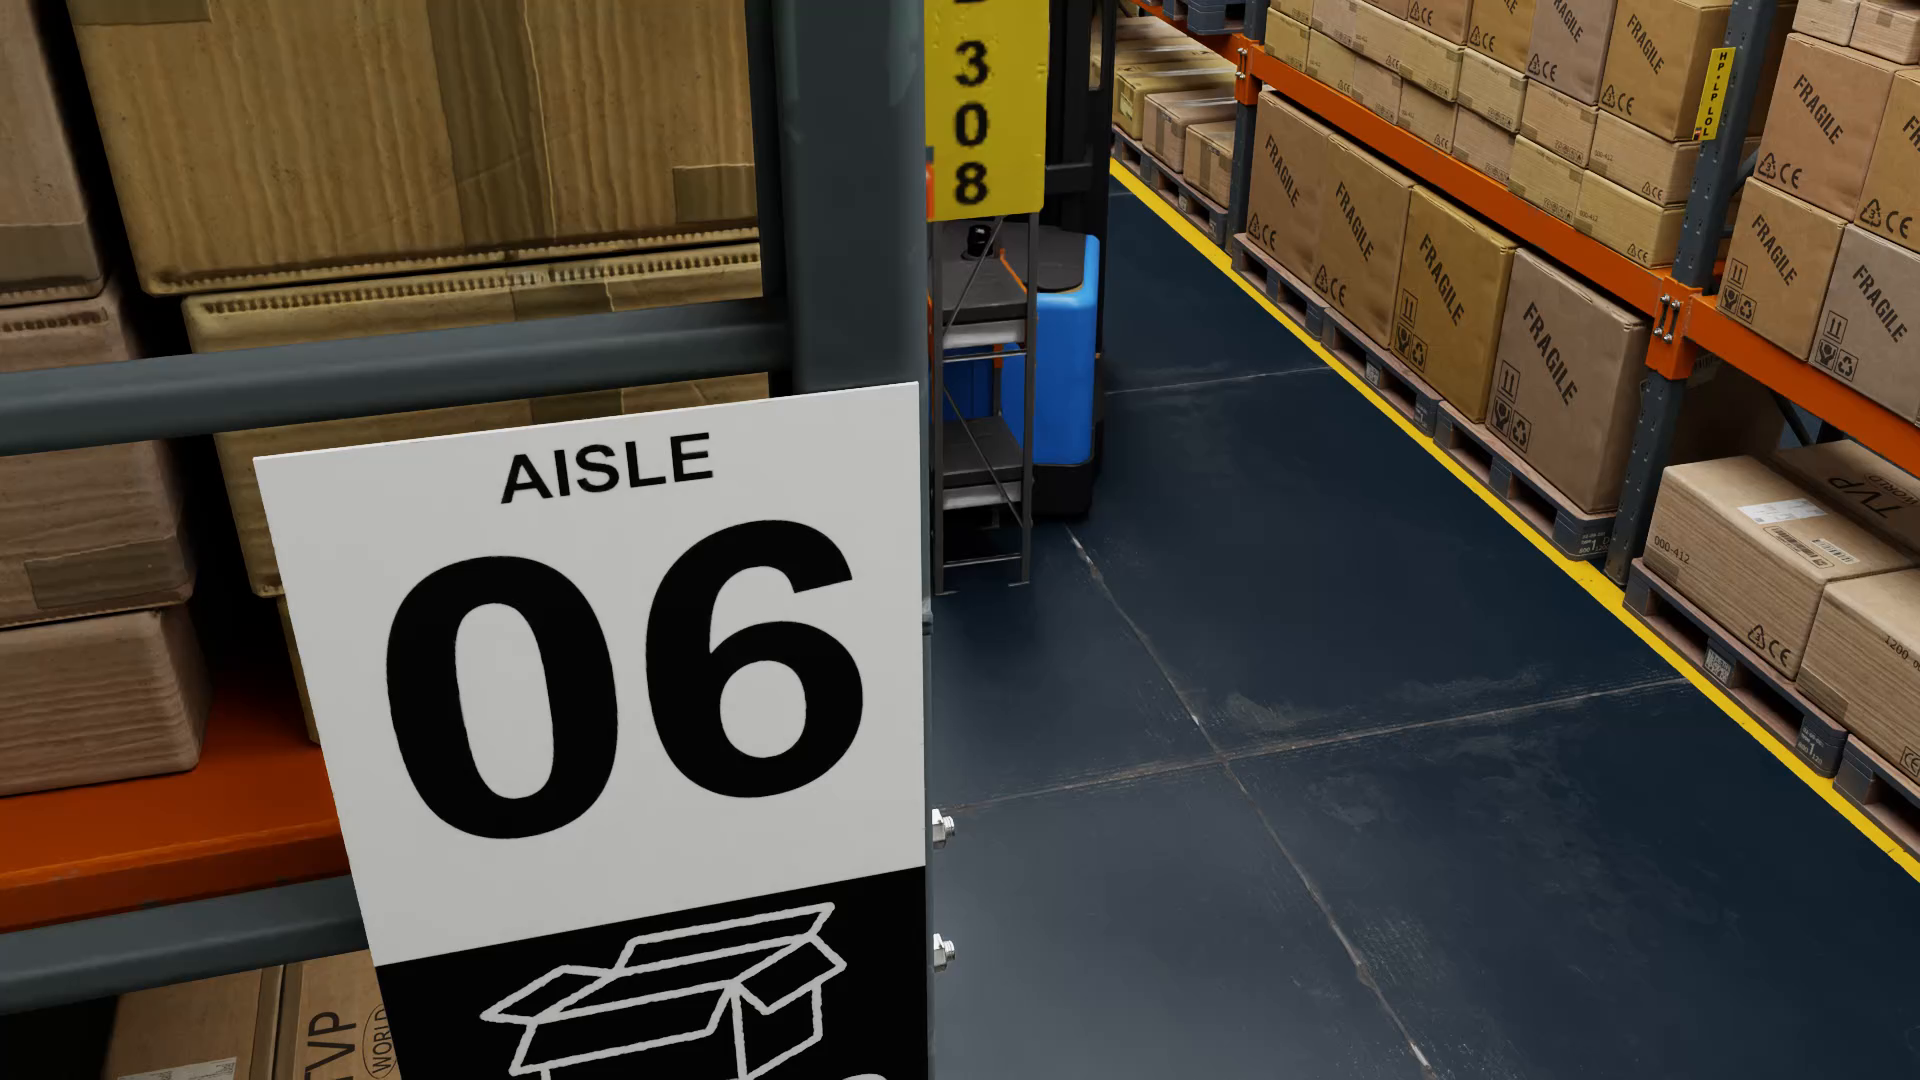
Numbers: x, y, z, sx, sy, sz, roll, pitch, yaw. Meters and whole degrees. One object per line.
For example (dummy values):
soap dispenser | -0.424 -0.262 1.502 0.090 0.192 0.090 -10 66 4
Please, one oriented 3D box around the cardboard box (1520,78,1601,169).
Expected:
cardboard box | 2.714 -1.767 6.959 0.500 0.250 0.500 -7 31 -12

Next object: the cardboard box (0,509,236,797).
cardboard box | -0.825 0.086 1.364 0.380 0.149 0.250 -7 31 -12

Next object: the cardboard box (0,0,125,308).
cardboard box | -0.905 -0.357 1.231 0.500 0.250 0.500 -9 31 -15

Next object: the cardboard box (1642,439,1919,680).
cardboard box | 3.269 0.050 6.307 0.875 0.438 0.875 -8 31 -14

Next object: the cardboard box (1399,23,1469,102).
cardboard box | 2.419 -2.261 7.813 0.500 0.250 0.500 -7 31 -12

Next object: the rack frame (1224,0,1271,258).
rack frame | 2.144 -3.126 9.657 1.000 3.000 0.127 -8 31 -13

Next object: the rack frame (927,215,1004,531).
rack frame | -0.023 -0.938 6.773 0.400 2.100 0.015 -7 31 -12

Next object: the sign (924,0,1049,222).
sign | 0.006 -0.349 0.993 0.100 0.325 0.005 -8 31 -13

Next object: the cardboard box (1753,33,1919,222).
cardboard box | 3.098 -1.408 5.591 0.500 0.500 0.500 -8 31 -13

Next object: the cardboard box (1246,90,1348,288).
cardboard box | 2.247 -2.044 9.489 0.875 0.875 0.875 -8 31 -14

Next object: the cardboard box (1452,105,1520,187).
cardboard box | 2.594 -1.805 7.524 0.500 0.250 0.500 -9 31 -15

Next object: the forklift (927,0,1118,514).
forklift | 0.186 -2.093 7.940 1.130 2.935 3.031 3 30 4

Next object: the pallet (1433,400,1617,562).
pallet | 2.928 -0.350 7.644 1.003 0.211 1.213 -8 31 -13

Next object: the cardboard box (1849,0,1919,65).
cardboard box | 3.123 -1.643 5.348 0.380 0.149 0.250 -7 31 -13

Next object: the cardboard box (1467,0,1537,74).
cardboard box | 2.585 -2.349 7.217 0.500 0.500 0.500 -7 31 -12

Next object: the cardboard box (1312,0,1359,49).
cardboard box | 2.176 -2.751 8.658 0.500 0.250 0.500 -7 31 -12

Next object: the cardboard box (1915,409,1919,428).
cardboard box | 3.333 -0.492 5.005 0.500 0.500 0.500 -8 31 -13

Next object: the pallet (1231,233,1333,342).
pallet | 2.280 -1.529 9.680 1.003 0.211 1.213 -8 31 -13

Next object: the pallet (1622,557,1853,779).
pallet | 3.332 0.390 6.365 1.003 0.211 1.213 -8 31 -13

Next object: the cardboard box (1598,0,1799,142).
cardboard box | 2.845 -1.853 6.359 0.500 0.500 0.500 -7 31 -12

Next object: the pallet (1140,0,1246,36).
pallet | 1.852 -3.373 10.275 1.213 0.211 1.003 -8 31 -13

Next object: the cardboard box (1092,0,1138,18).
cardboard box | 1.186 -4.695 13.945 0.500 0.500 0.500 -6 31 -11

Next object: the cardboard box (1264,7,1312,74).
cardboard box | 2.031 -2.792 9.228 0.500 0.250 0.500 -8 31 -14

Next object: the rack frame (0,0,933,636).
rack frame | -0.517 -1.197 0.335 1.000 3.000 0.127 -8 31 -13

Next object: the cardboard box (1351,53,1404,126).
cardboard box | 2.318 -2.292 8.365 0.500 0.250 0.500 -7 31 -12

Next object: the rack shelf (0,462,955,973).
rack shelf | -1.048 -0.554 2.936 1.077 0.370 4.000 -8 31 -13

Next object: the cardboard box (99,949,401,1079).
cardboard box | -1.031 0.899 2.555 0.500 0.250 0.500 -8 31 -13

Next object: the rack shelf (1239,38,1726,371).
rack shelf | 2.675 -1.849 8.168 1.077 0.370 4.000 -8 31 -13

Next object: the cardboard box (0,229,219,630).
cardboard box | -0.898 -0.141 1.359 0.500 0.250 0.500 -8 31 -14

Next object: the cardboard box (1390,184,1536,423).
cardboard box | 2.717 -1.181 7.997 0.875 0.875 0.875 -7 31 -12

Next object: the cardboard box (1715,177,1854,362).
cardboard box | 3.078 -0.976 5.843 0.500 0.500 0.500 -7 31 -12

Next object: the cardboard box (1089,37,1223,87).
cardboard box | 1.418 -3.503 12.512 0.950 0.372 0.625 -6 31 -10

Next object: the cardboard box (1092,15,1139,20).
cardboard box | 1.186 -4.371 14.133 0.500 0.250 0.500 -9 31 -16

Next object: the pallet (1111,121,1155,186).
pallet | 1.618 -2.885 12.024 1.003 0.211 1.213 -8 31 -13

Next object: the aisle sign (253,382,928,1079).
aisle sign | -0.216 0.268 1.198 0.394 0.787 0.004 -8 31 -13

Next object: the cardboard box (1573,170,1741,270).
cardboard box | 2.843 -1.313 6.673 0.500 0.250 0.500 -9 31 -14

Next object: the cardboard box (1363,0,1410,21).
cardboard box | 2.302 -2.841 8.067 0.500 0.500 0.500 -7 31 -12

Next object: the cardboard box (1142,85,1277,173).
cardboard box | 1.800 -2.800 11.298 0.950 0.372 0.625 -8 31 -14

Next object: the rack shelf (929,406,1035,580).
rack shelf | 0.034 -0.201 6.925 0.431 0.518 0.480 -7 31 -12

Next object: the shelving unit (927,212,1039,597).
shelving unit | 0.035 -0.819 6.568 0.431 2.100 0.503 -7 31 -12
